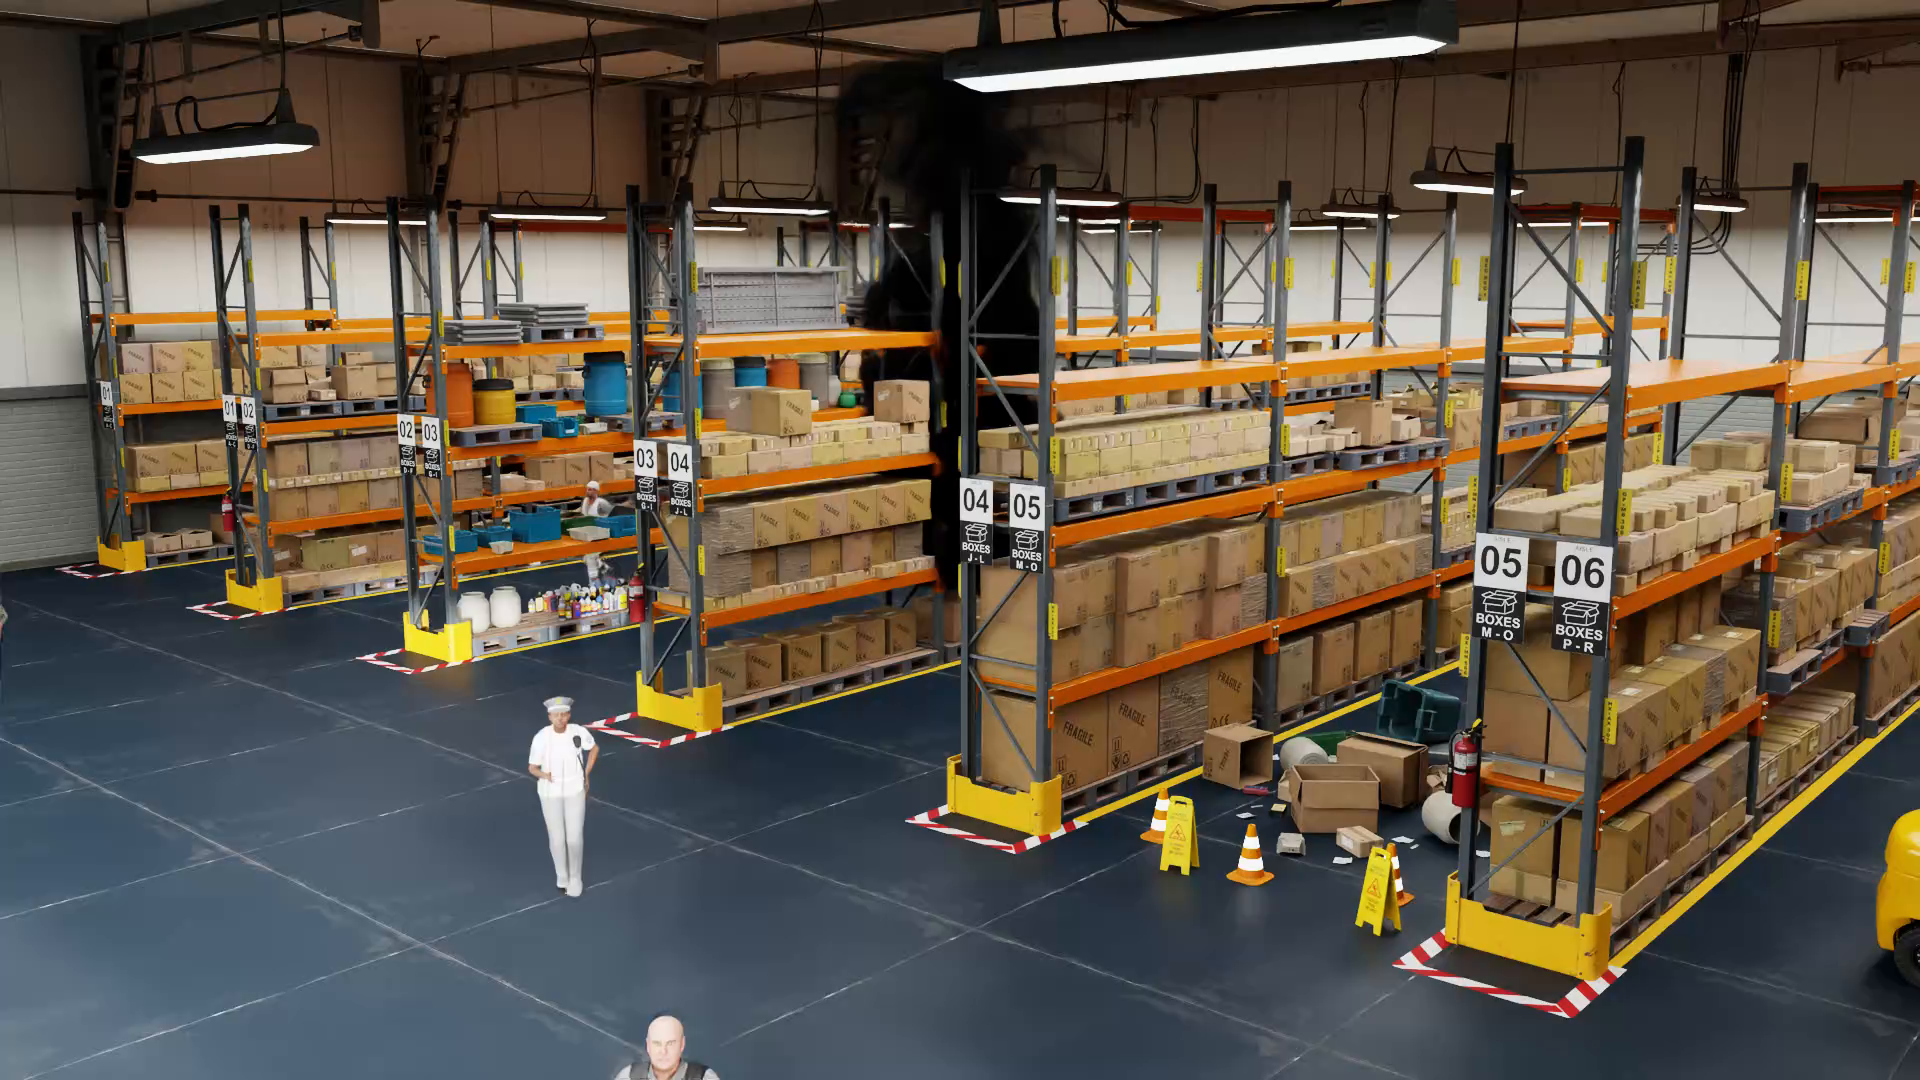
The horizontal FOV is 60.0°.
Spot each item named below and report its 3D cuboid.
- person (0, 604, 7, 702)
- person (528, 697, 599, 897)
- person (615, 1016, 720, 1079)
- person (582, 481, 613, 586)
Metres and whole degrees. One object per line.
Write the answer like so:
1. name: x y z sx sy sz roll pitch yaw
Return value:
1. person: -11.319 1.205 19.280 0.524 1.558 0.537 -6 11 -30
2. person: -3.235 2.106 13.635 0.573 1.707 0.642 -2 10 -14
3. person: -1.375 3.064 7.875 0.662 1.710 0.819 -1 9 -3
4. person: -5.744 -0.064 26.364 0.683 1.771 0.717 6 11 34
